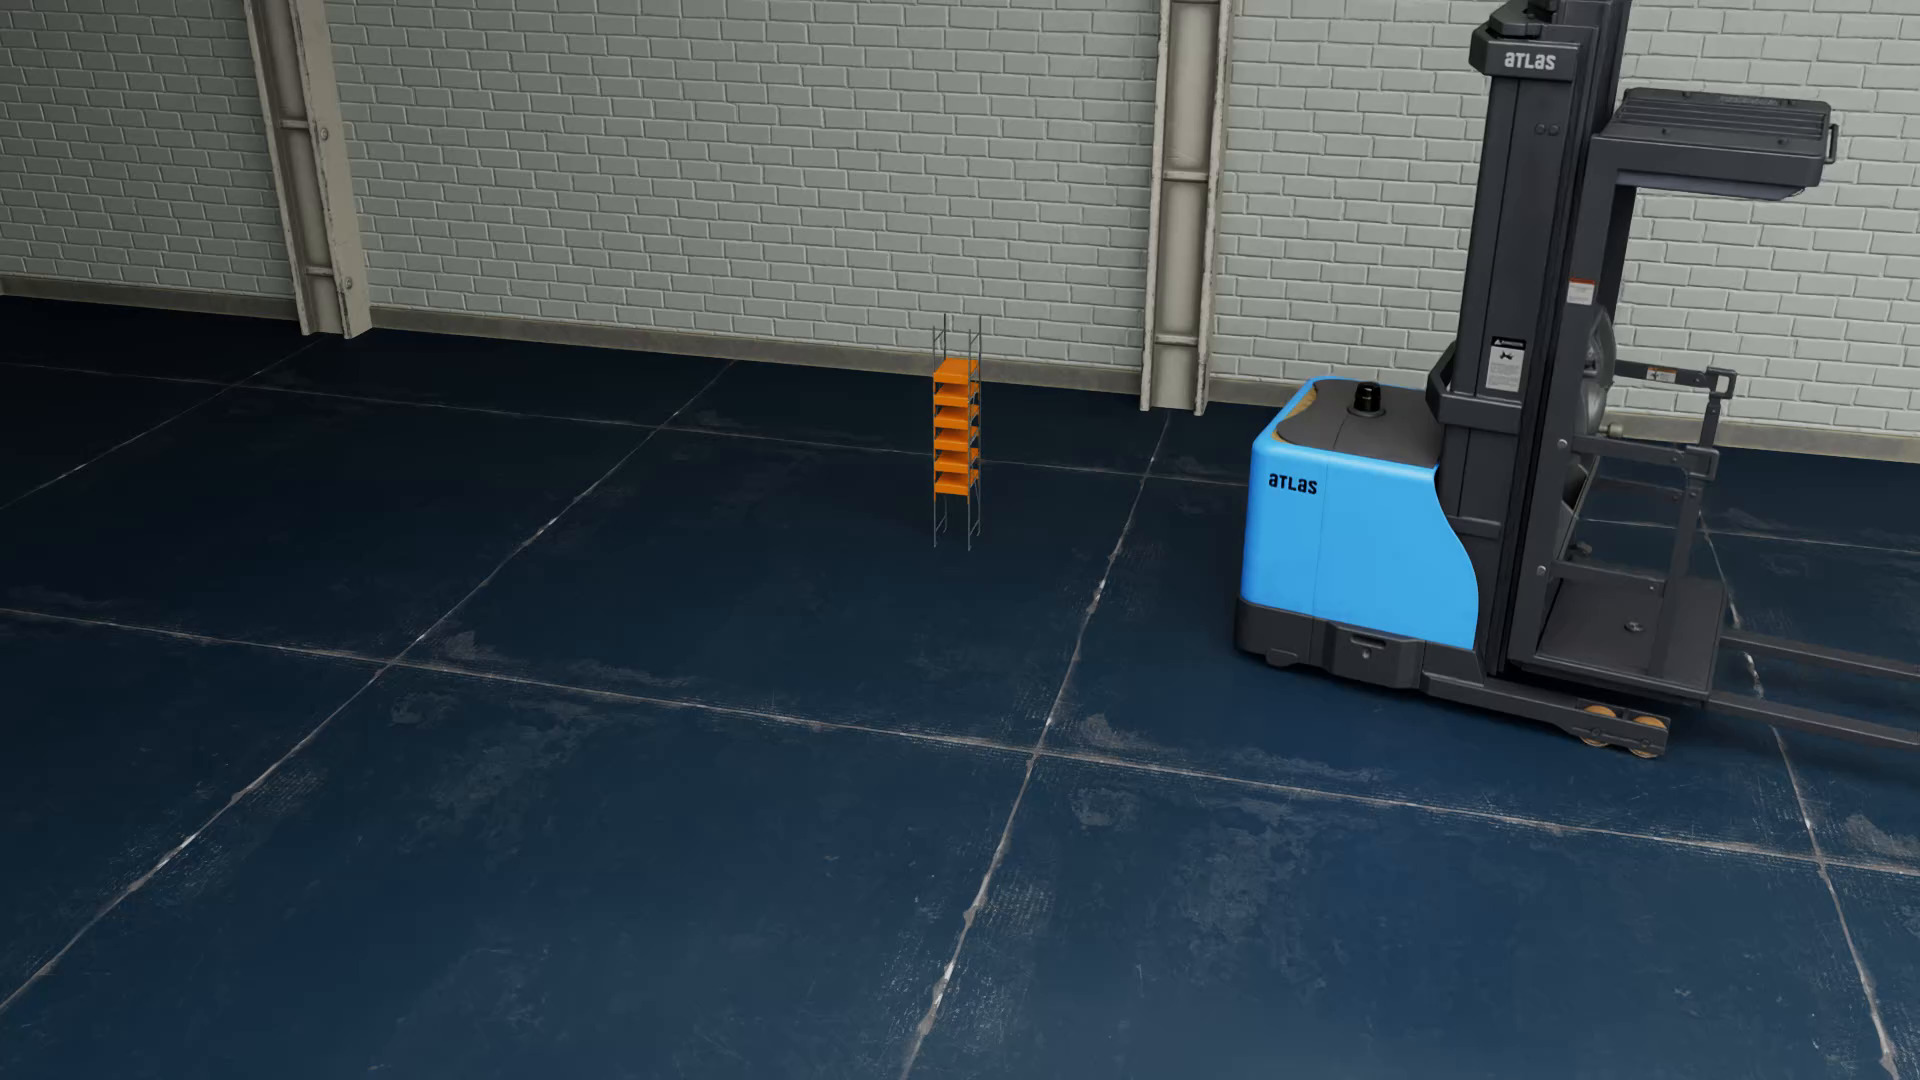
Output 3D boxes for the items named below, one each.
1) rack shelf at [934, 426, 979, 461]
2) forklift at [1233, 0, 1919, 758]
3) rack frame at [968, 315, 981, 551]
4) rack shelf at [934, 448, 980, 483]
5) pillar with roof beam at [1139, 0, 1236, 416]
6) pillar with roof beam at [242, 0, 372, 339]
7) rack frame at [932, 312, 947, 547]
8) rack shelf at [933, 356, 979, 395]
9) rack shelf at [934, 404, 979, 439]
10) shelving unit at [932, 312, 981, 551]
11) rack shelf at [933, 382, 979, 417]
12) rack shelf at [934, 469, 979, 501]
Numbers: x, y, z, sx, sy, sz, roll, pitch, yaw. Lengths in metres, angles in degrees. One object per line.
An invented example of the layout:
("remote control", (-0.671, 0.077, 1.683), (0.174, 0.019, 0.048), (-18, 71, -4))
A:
("rack shelf", (-0.014, -0.503, 8.514), (0.180, 0.103, 0.258), (6, 26, 13))
("forklift", (2.804, -0.686, 6.781), (3.031, 2.935, 1.130), (12, 28, 24))
("rack frame", (0.075, -0.533, 8.475), (0.006, 1.200, 0.240), (6, 26, 13))
("rack shelf", (-0.014, -0.395, 8.566), (0.180, 0.103, 0.258), (6, 26, 13))
("pillar with roof beam", (0.287, -3.131, 4.857), (0.400, 9.000, 9.100), (6, 26, 13))
("pillar with roof beam", (-5.524, -3.773, 6.207), (0.400, 9.000, 9.100), (6, 26, 13))
("rack frame", (-0.103, -0.553, 8.516), (0.006, 1.200, 0.240), (6, 26, 13))
("rack shelf", (-0.014, -0.828, 8.360), (0.180, 0.103, 0.258), (6, 26, 13))
("rack shelf", (-0.014, -0.612, 8.463), (0.180, 0.103, 0.258), (6, 26, 13))
("shelving unit", (-0.014, -0.543, 8.495), (0.189, 1.200, 0.258), (6, 26, 13))
("rack shelf", (-0.014, -0.720, 8.411), (0.180, 0.103, 0.258), (6, 26, 13))
("rack shelf", (-0.014, -0.286, 8.618), (0.180, 0.103, 0.258), (6, 26, 13))
